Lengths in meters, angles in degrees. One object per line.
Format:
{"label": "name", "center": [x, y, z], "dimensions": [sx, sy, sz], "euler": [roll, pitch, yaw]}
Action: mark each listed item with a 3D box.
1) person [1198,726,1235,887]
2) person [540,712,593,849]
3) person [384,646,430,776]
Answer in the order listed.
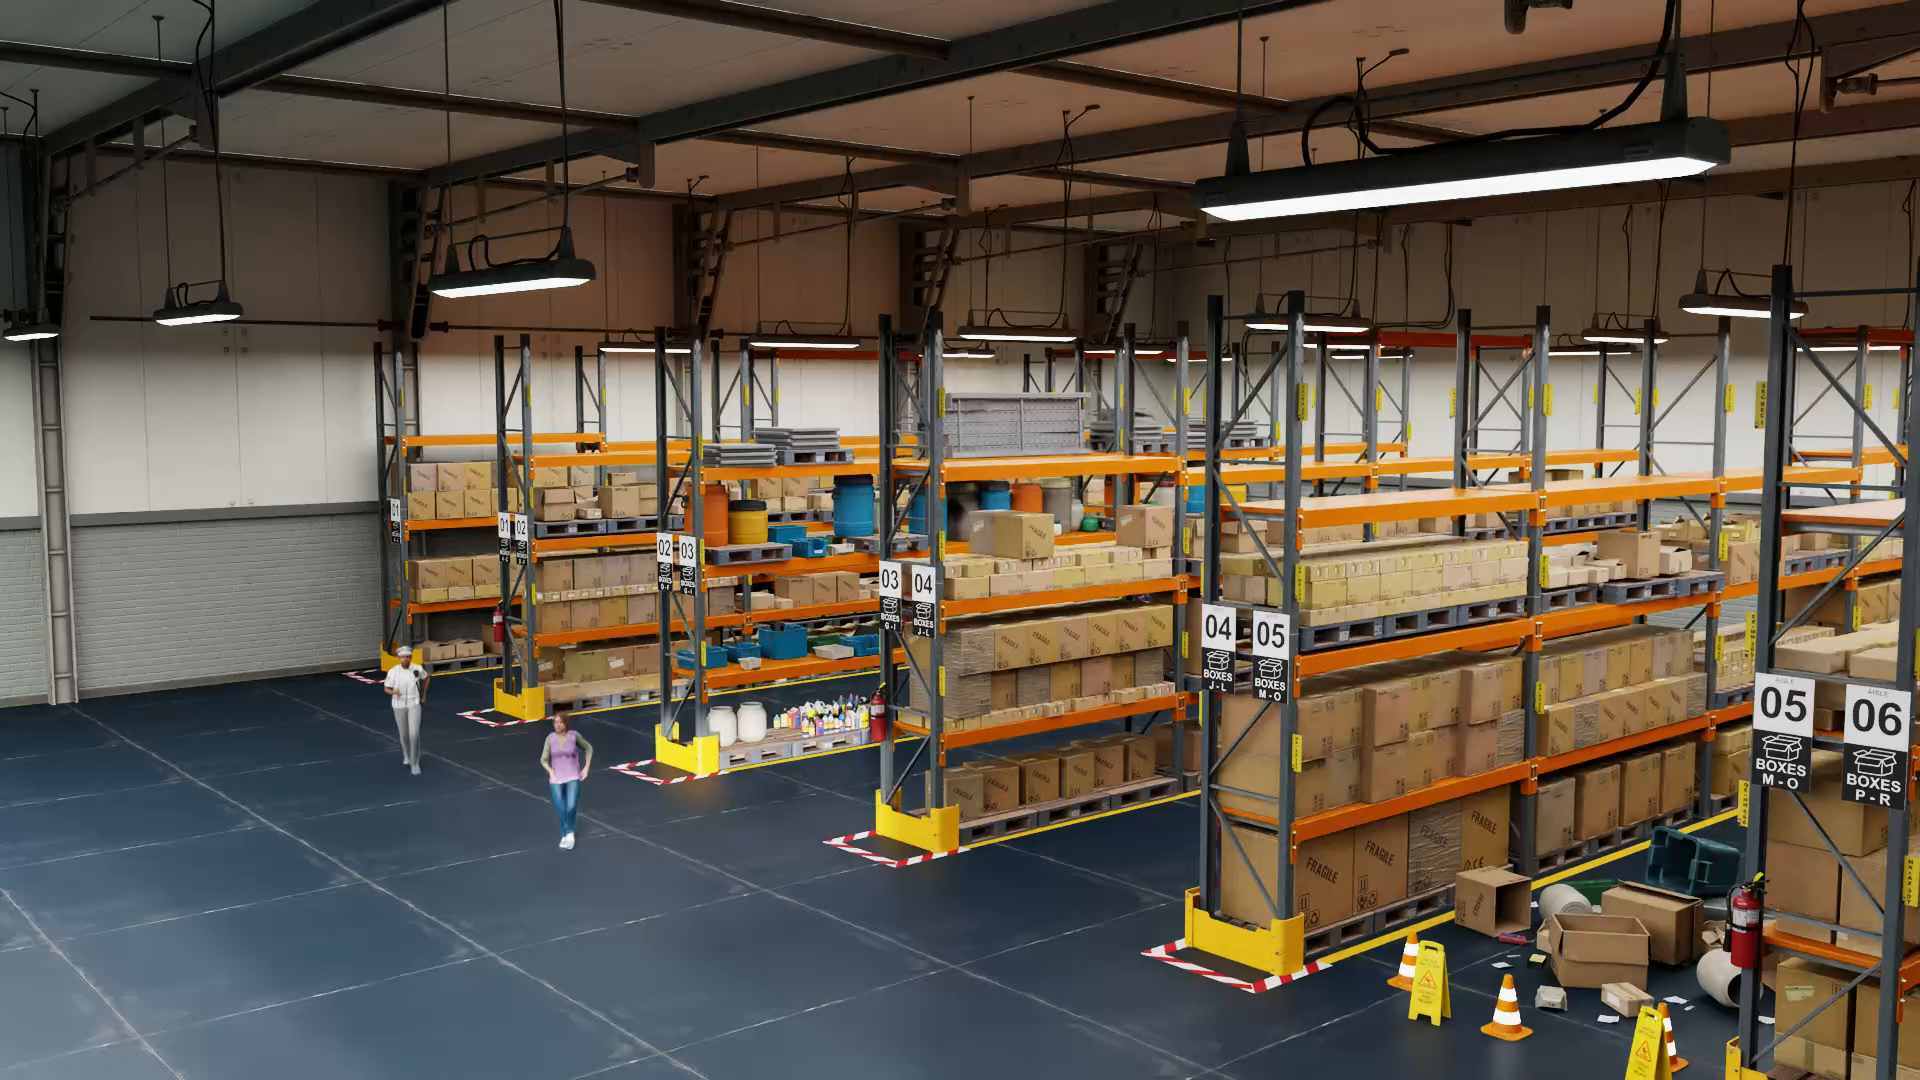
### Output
{"label": "person", "center": [2.797, 2.775, 17.498], "dimensions": [0.744, 1.706, 0.587], "euler": [-4, 7, -40]}
{"label": "person", "center": [-4.399, 2.694, 18.556], "dimensions": [0.553, 1.556, 0.594], "euler": [0, 5, -5]}
{"label": "person", "center": [-7.464, 2.284, 22.441], "dimensions": [0.565, 1.752, 0.768], "euler": [-1, 5, -12]}
